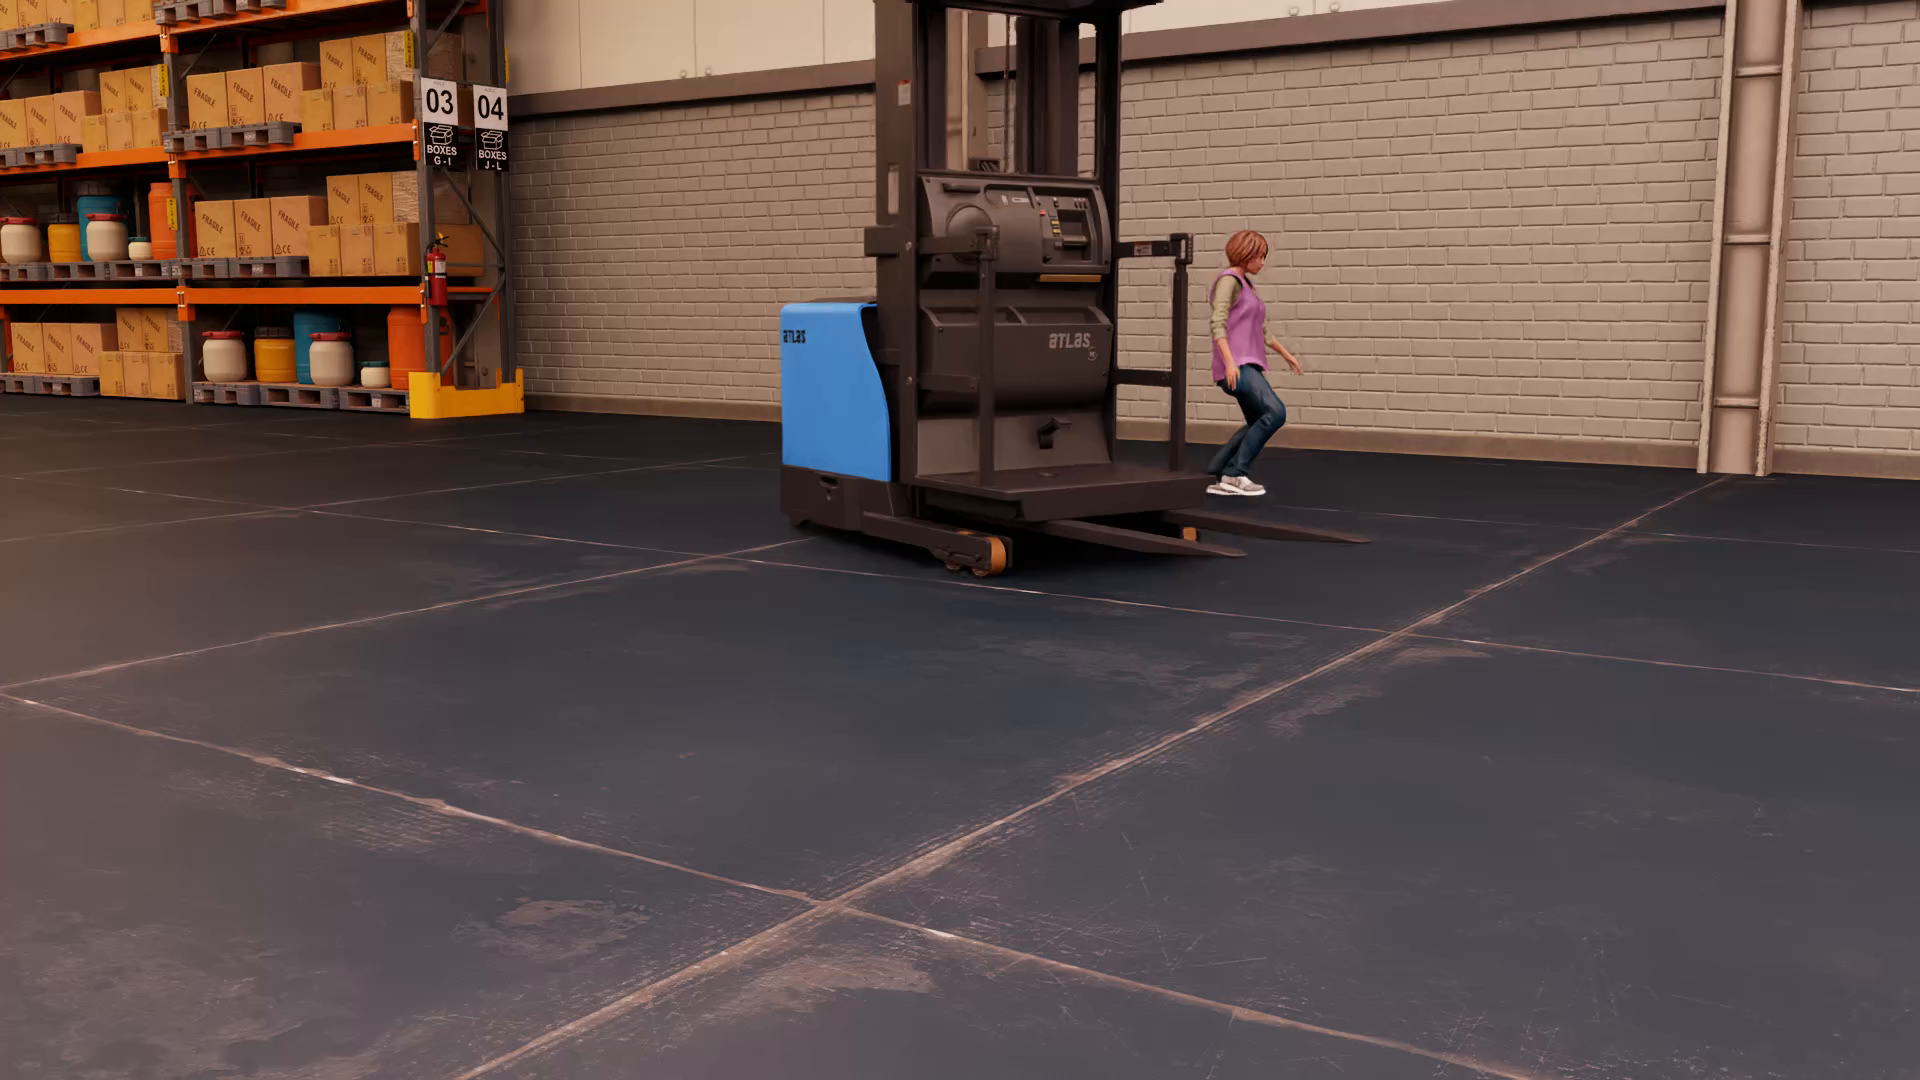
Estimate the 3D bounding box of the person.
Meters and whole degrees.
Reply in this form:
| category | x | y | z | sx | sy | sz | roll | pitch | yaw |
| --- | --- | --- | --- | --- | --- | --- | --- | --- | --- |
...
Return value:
| category | x | y | z | sx | sy | sz | roll | pitch | yaw |
| --- | --- | --- | --- | --- | --- | --- | --- | --- | --- |
| person | 1.560 | -0.935 | 9.062 | 0.607 | 1.474 | 0.811 | 4 | 9 | 26 |

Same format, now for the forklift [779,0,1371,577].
| category | x | y | z | sx | sy | sz | roll | pitch | yaw |
| --- | --- | --- | --- | --- | --- | --- | --- | --- | --- |
| forklift | 0.367 | -1.379 | 6.890 | 1.130 | 2.935 | 3.031 | -5 | 10 | -33 |
